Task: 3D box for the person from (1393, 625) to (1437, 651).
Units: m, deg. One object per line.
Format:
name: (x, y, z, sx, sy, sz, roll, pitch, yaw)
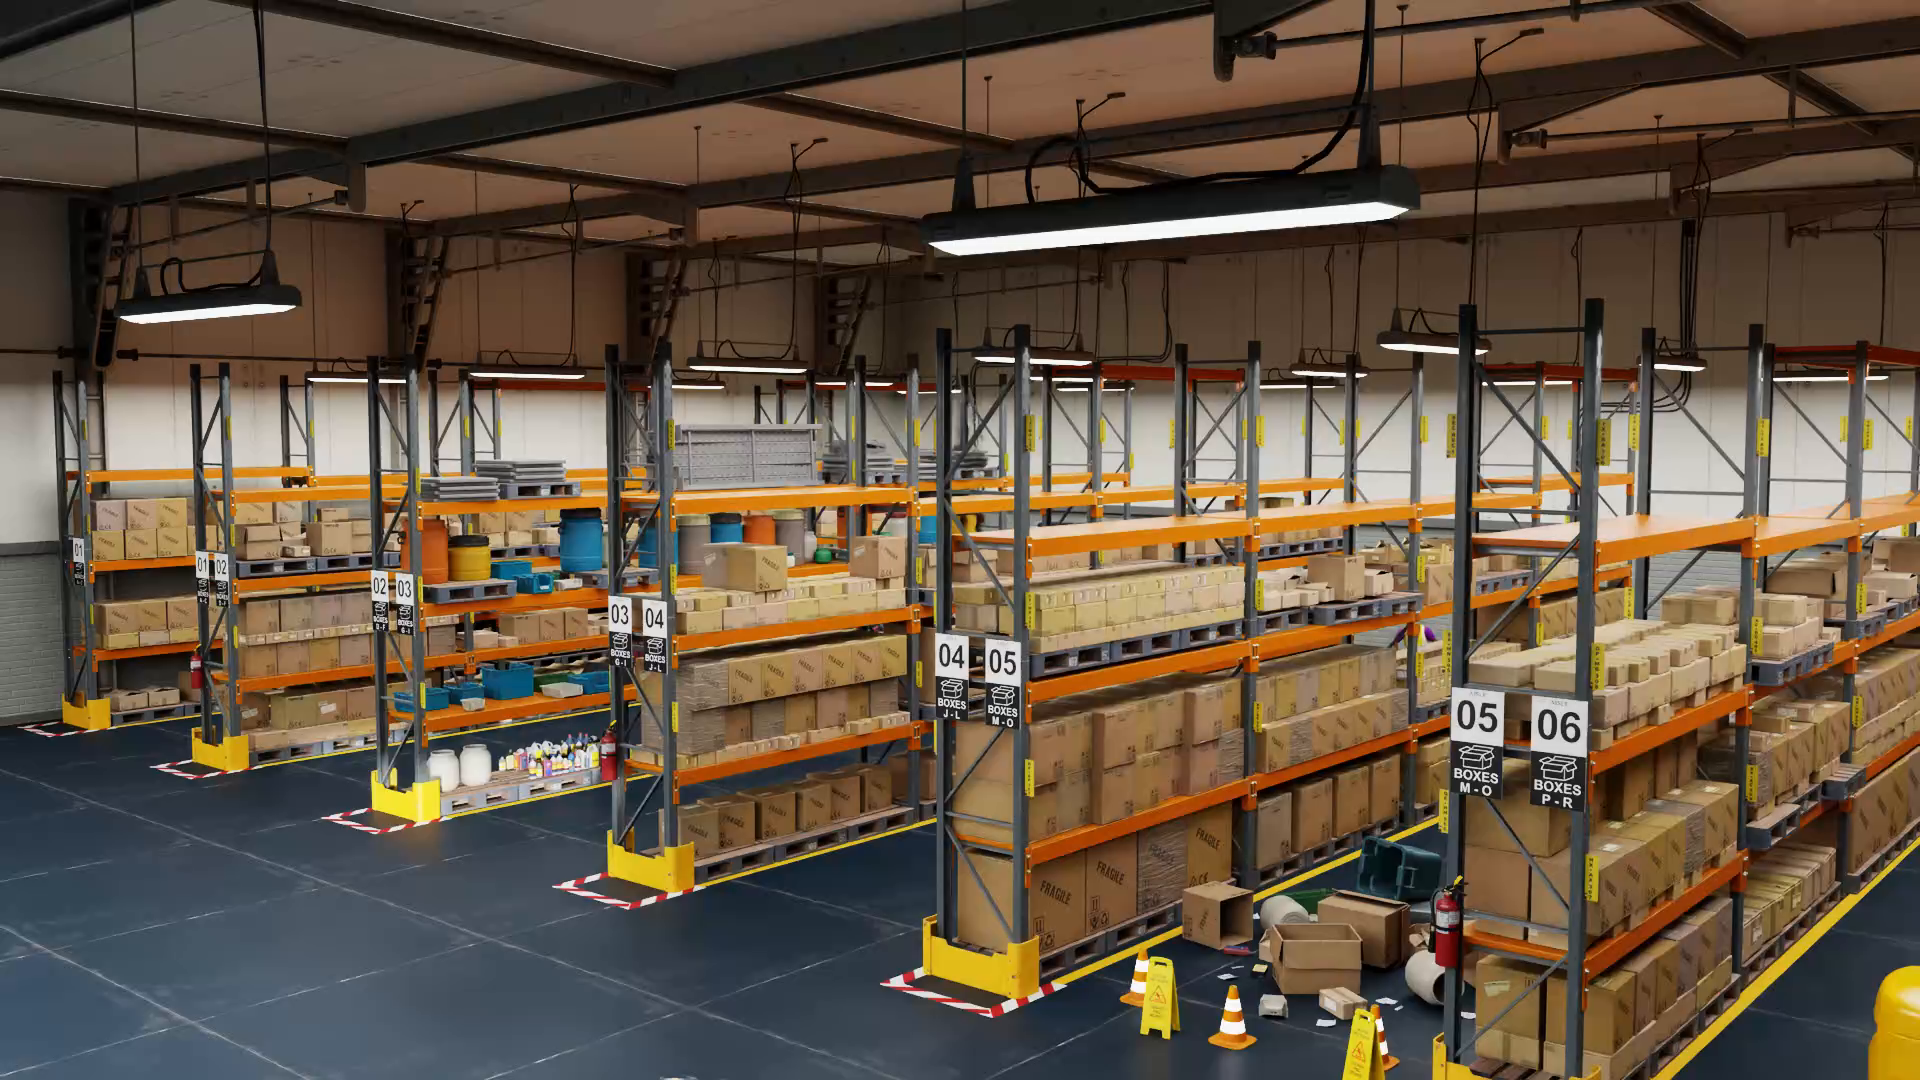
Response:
person: (8.146, 2.144, 29.703, 0.754, 1.761, 0.835, 1, 4, 7)
